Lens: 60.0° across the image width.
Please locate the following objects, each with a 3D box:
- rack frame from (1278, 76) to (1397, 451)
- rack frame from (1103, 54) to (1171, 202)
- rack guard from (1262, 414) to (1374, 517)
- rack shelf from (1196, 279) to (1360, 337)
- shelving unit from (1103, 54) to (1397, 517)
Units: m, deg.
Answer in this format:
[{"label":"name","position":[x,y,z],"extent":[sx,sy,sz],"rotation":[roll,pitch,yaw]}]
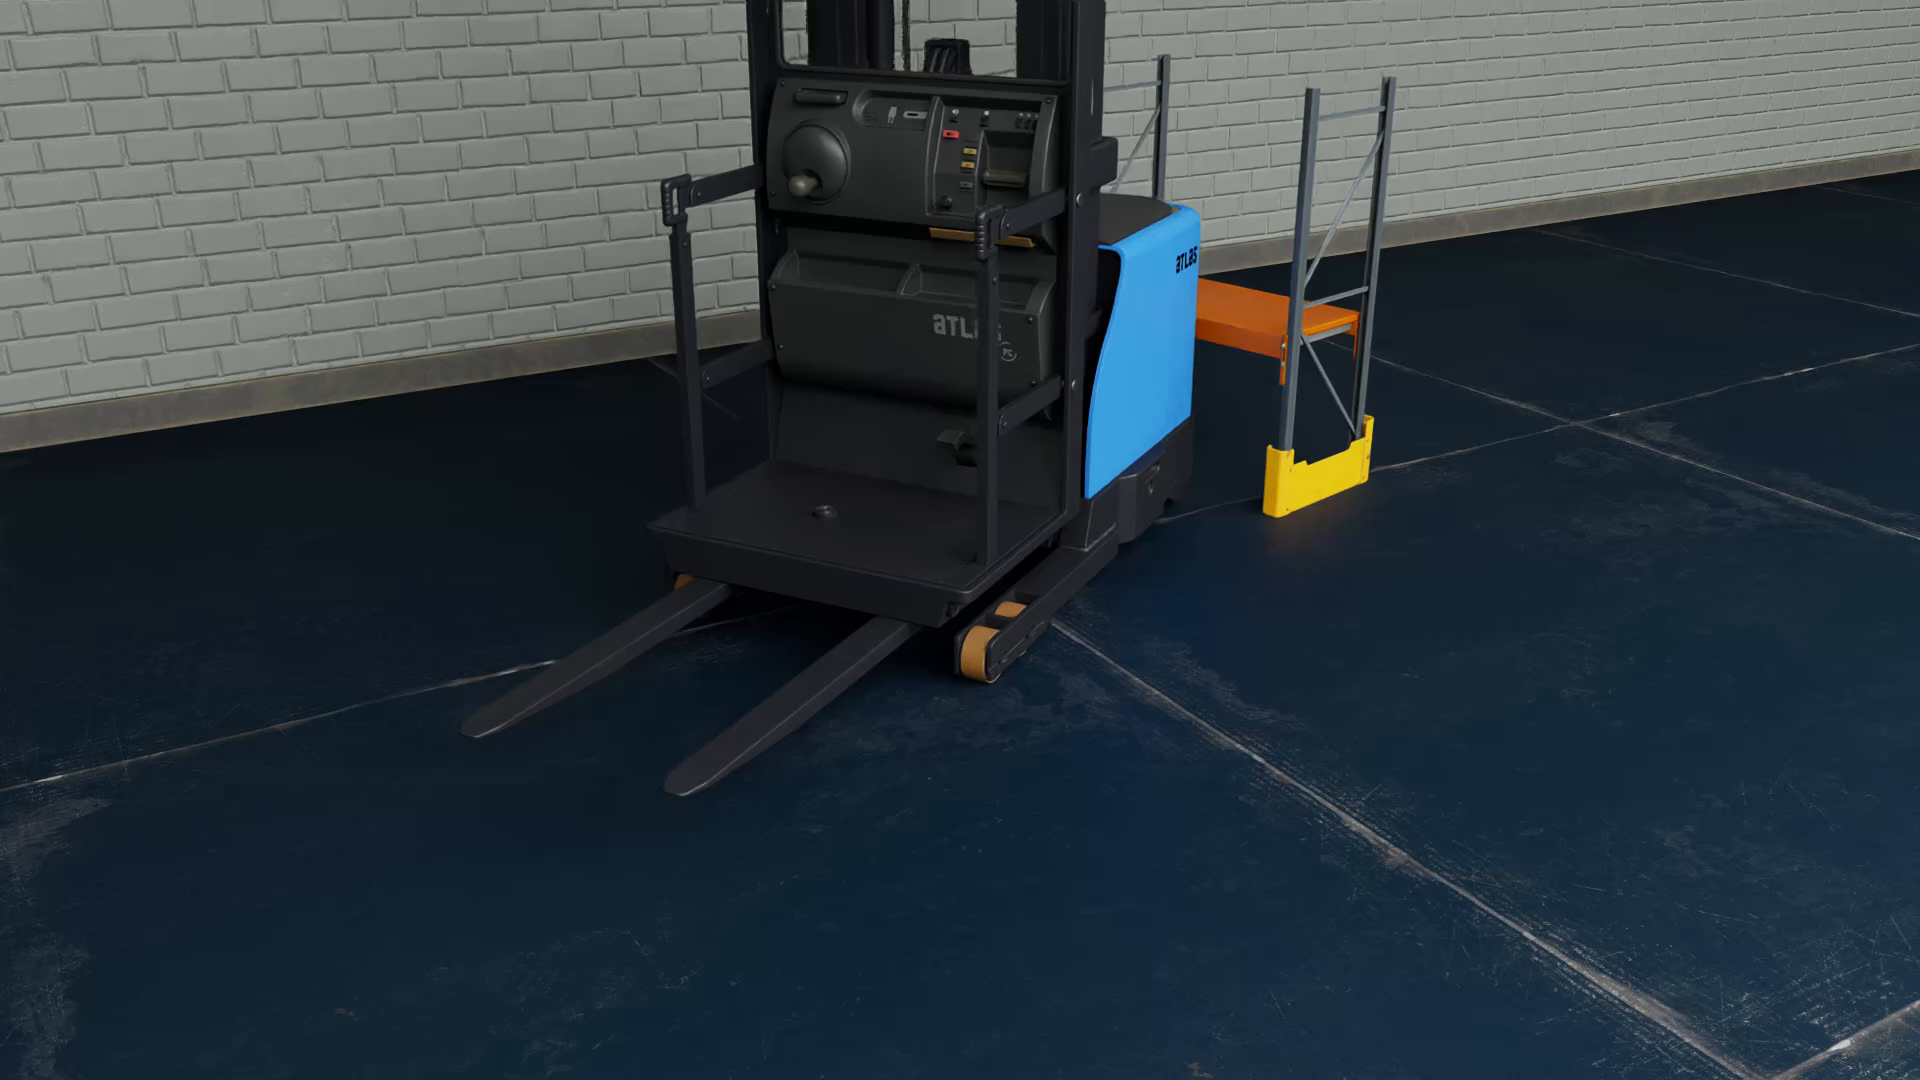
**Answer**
[{"label":"rack frame","position":[1.335,-0.862,5.938],"extent":[0.500,1.500,0.032],"rotation":[-20,29,-40]},{"label":"rack frame","position":[0.632,-1.138,6.619],"extent":[0.500,1.500,0.032],"rotation":[-20,29,-40]},{"label":"rack guard","position":[1.333,-0.283,6.174],"extent":[0.587,0.250,0.087],"rotation":[-20,29,-40]},{"label":"rack shelf","position":[0.983,-0.895,6.321],"extent":[0.459,0.026,0.952],"rotation":[-20,29,-40]},{"label":"shelving unit","position":[0.990,-0.998,6.273],"extent":[0.587,1.500,1.083],"rotation":[-20,29,-40]}]
